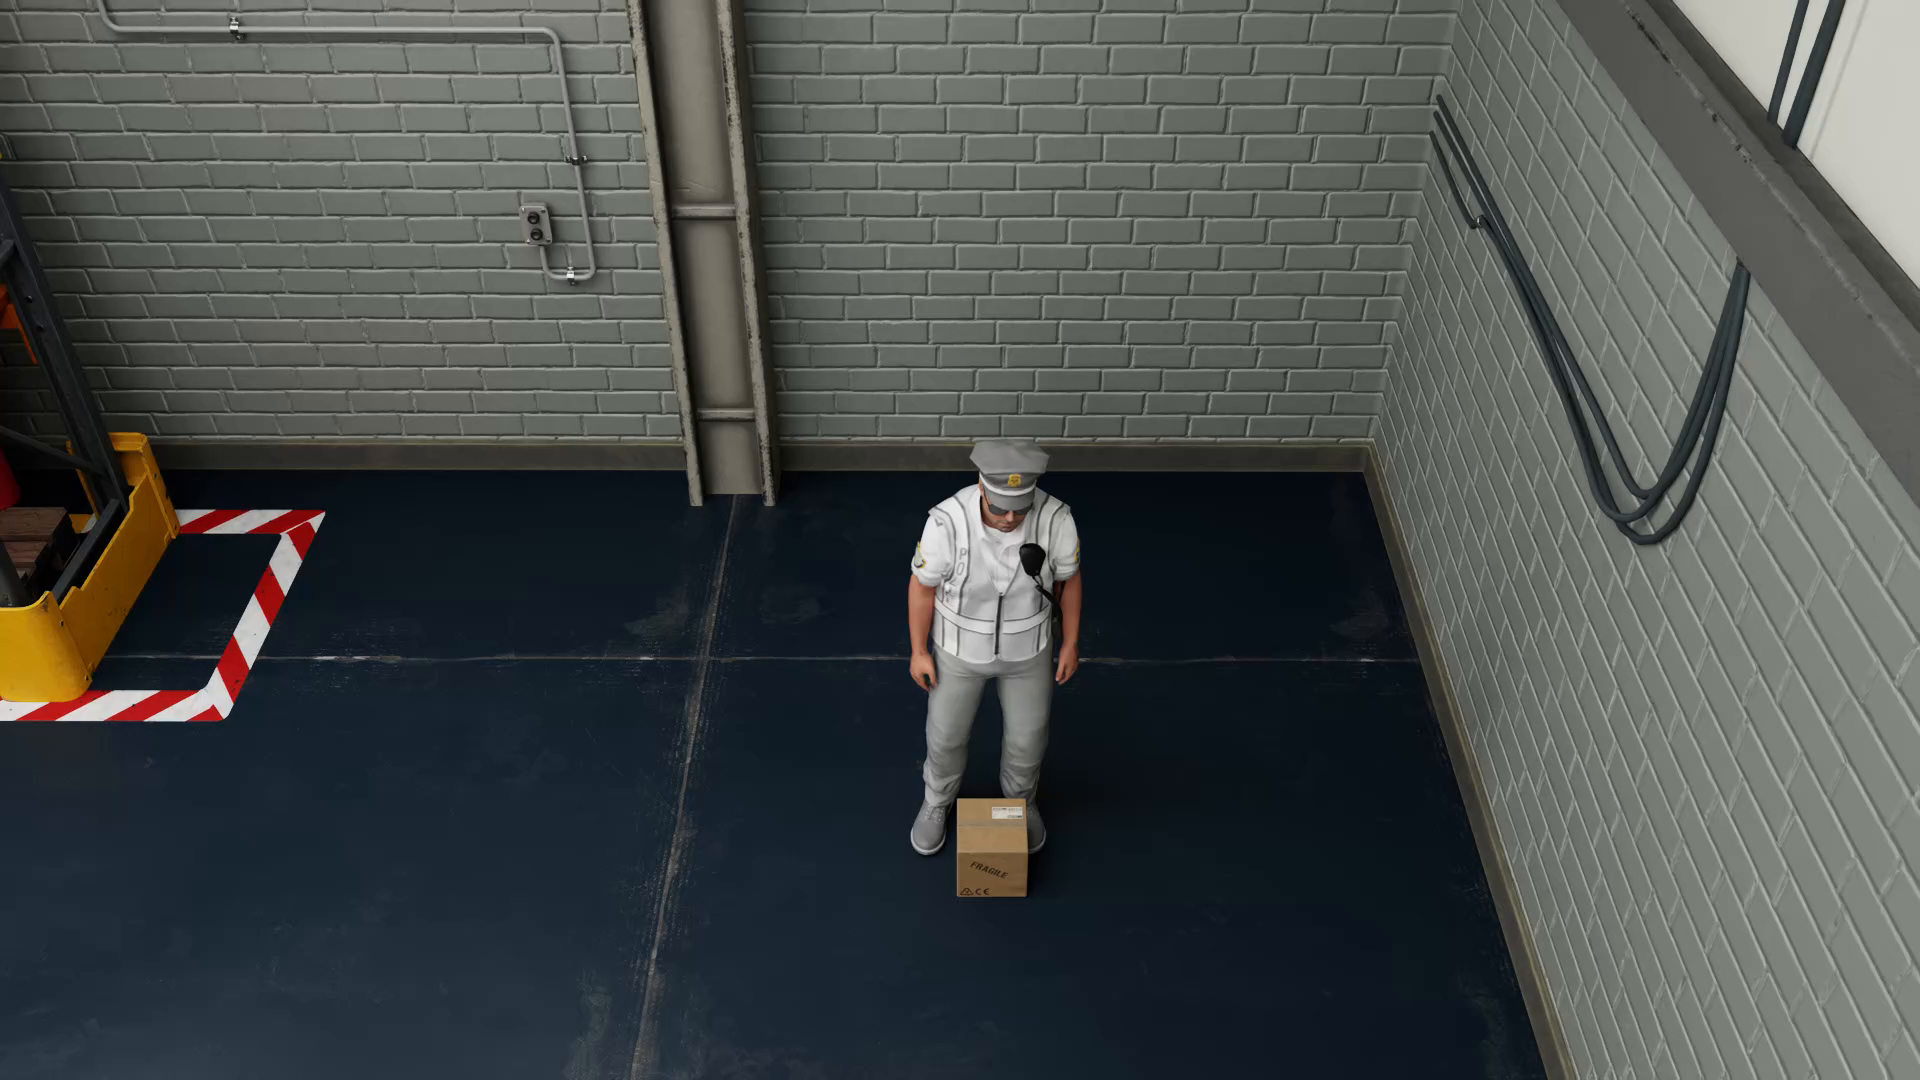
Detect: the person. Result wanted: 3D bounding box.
[{"bbox_3d":[0.113,0.353,5.718,0.606,1.748,0.442,-2,39,-3],"label":"person"}]
